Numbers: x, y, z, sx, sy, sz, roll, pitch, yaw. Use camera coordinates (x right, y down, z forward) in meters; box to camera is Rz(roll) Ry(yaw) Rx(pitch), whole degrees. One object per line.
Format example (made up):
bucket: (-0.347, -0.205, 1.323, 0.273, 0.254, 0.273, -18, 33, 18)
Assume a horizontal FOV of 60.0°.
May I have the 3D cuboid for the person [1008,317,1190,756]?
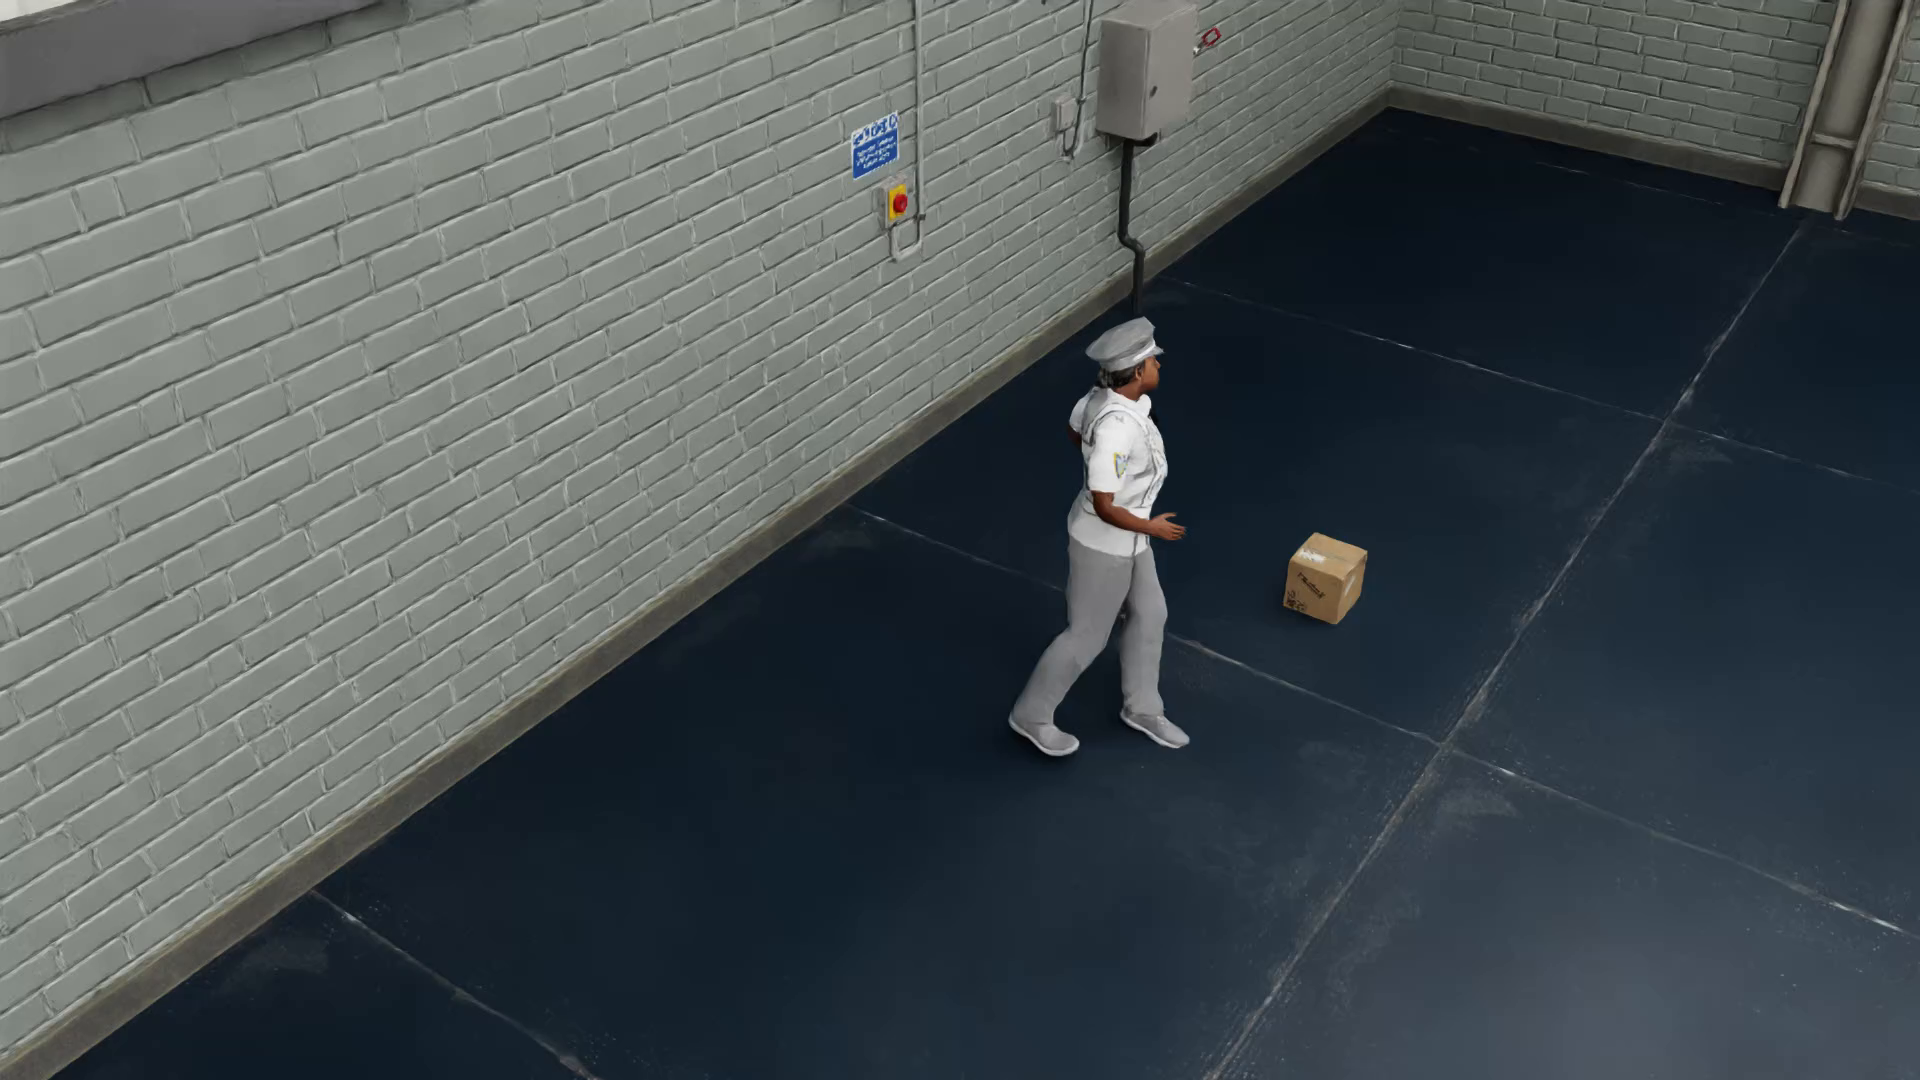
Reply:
person: (0.557, 0.010, 6.132, 0.704, 1.719, 0.658, 4, 35, 5)
